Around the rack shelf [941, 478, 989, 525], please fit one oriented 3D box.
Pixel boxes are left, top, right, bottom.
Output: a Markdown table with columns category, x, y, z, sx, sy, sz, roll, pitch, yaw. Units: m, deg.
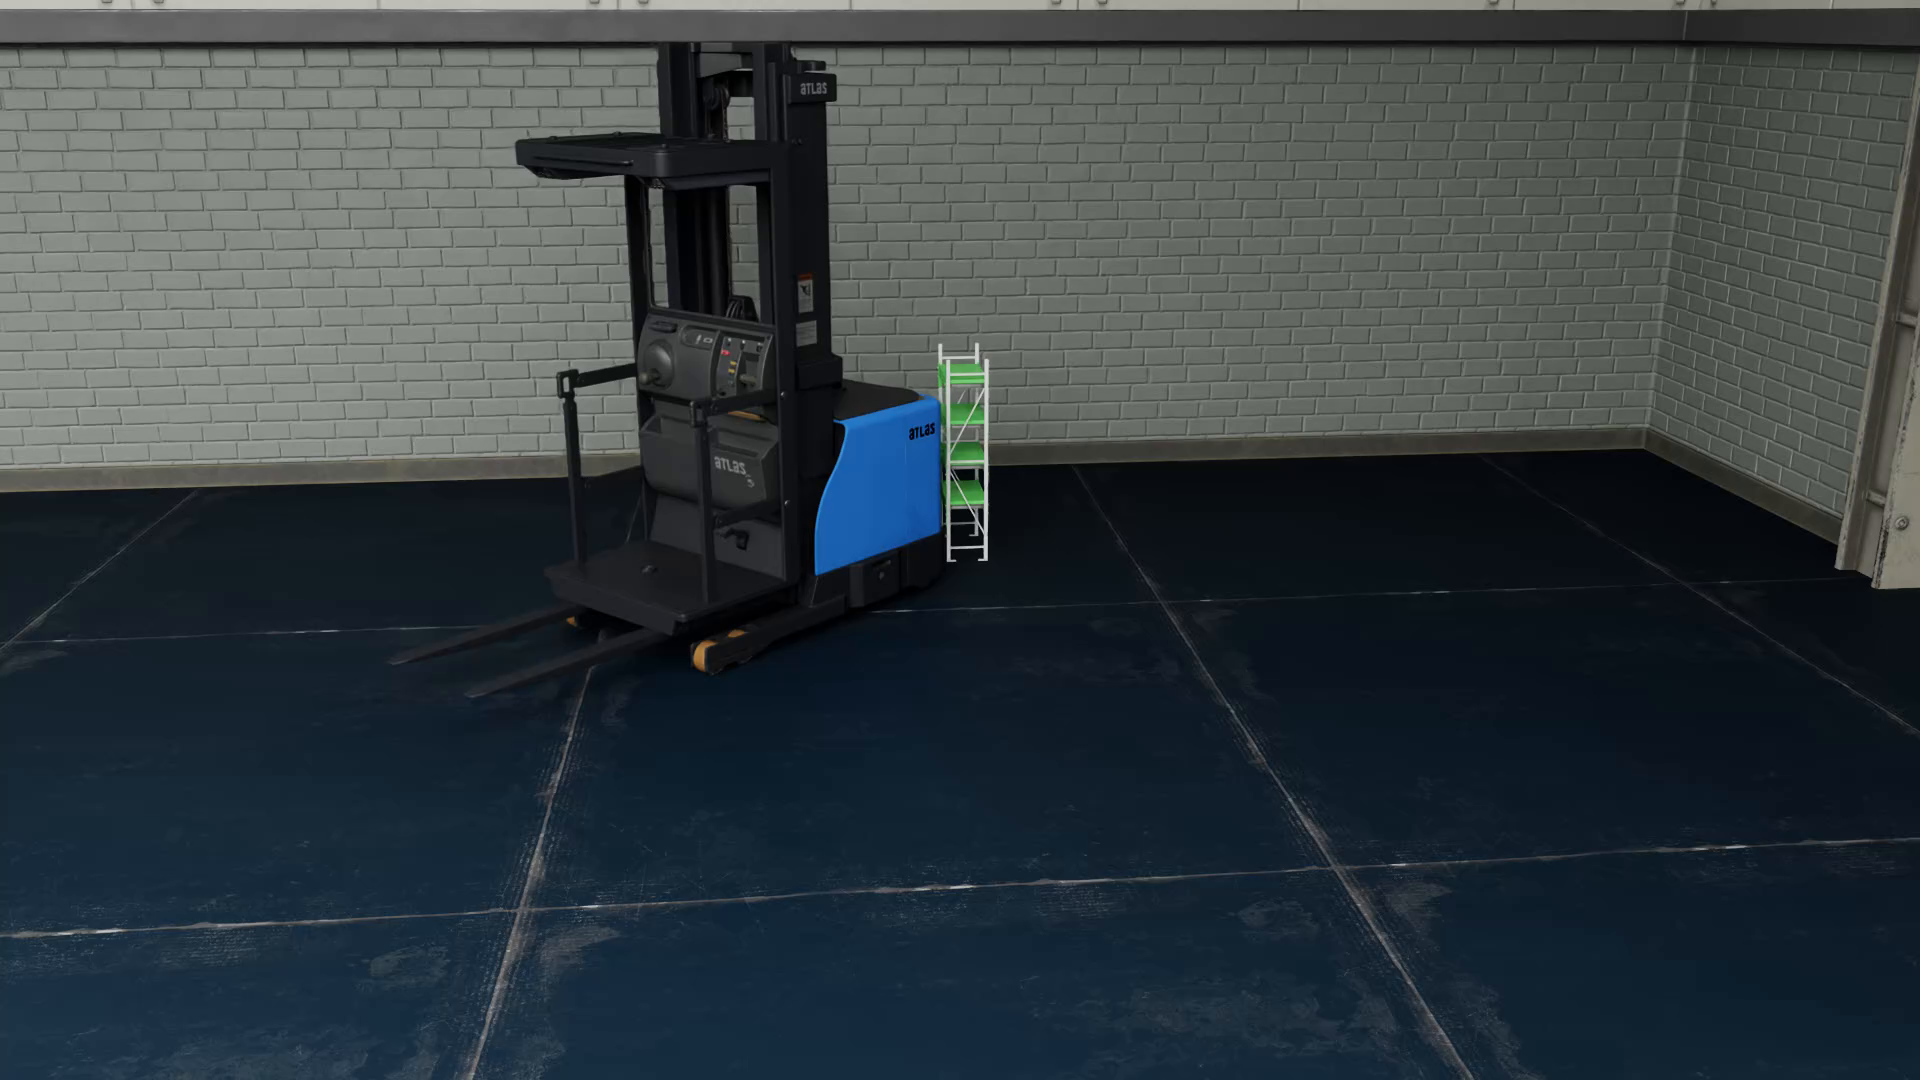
| category | x | y | z | sx | sy | sz | roll | pitch | yaw |
| --- | --- | --- | --- | --- | --- | --- | --- | --- | --- |
| rack shelf | 0.017 | -0.233 | 9.931 | 0.258 | 0.148 | 0.480 | -2 | 18 | -6 |

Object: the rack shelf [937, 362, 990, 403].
| category | x | y | z | sx | sy | sz | roll | pitch | yaw |
| --- | --- | --- | --- | --- | --- | --- | --- | --- | --- |
| rack shelf | 0.017 | -0.920 | 9.716 | 0.258 | 0.148 | 0.480 | -2 | 18 | -6 |

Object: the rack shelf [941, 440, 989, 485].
| category | x | y | z | sx | sy | sz | roll | pitch | yaw |
| --- | --- | --- | --- | --- | --- | --- | --- | --- | --- |
| rack shelf | 0.017 | -0.462 | 9.859 | 0.258 | 0.148 | 0.480 | -2 | 18 | -6 |

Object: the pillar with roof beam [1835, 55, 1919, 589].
| category | x | y | z | sx | sy | sz | roll | pitch | yaw |
| --- | --- | --- | --- | --- | --- | --- | --- | --- | --- |
| pillar with roof beam | 0.979 | -3.950 | 7.736 | 9.100 | 9.000 | 0.400 | -2 | 18 | -6 |

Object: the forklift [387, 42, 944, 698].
| category | x | y | z | sx | sy | sz | roll | pitch | yaw |
| --- | --- | --- | --- | --- | --- | --- | --- | --- | --- |
| forklift | -1.417 | -0.912 | 8.188 | 1.130 | 2.935 | 3.031 | 14 | 22 | 38 |

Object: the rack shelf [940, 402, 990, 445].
| category | x | y | z | sx | sy | sz | roll | pitch | yaw |
| --- | --- | --- | --- | --- | --- | --- | --- | --- | --- |
| rack shelf | 0.017 | -0.691 | 9.788 | 0.258 | 0.148 | 0.480 | -2 | 18 | -6 |

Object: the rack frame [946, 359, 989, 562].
| category | x | y | z | sx | sy | sz | roll | pitch | yaw |
| --- | --- | --- | --- | --- | --- | --- | --- | --- | --- |
| rack frame | 0.042 | -0.450 | 9.609 | 0.240 | 1.200 | 0.015 | -2 | 18 | -6 |

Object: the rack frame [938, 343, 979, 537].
| category | x | y | z | sx | sy | sz | roll | pitch | yaw |
| --- | --- | --- | --- | --- | --- | --- | --- | --- | --- |
| rack frame | -0.008 | -0.596 | 10.072 | 0.240 | 1.200 | 0.015 | -2 | 18 | -6 |

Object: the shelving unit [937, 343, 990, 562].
| category | x | y | z | sx | sy | sz | roll | pitch | yaw |
| --- | --- | --- | --- | --- | --- | --- | --- | --- | --- |
| shelving unit | 0.017 | -0.523 | 9.840 | 0.258 | 1.200 | 0.503 | -2 | 18 | -6 |
